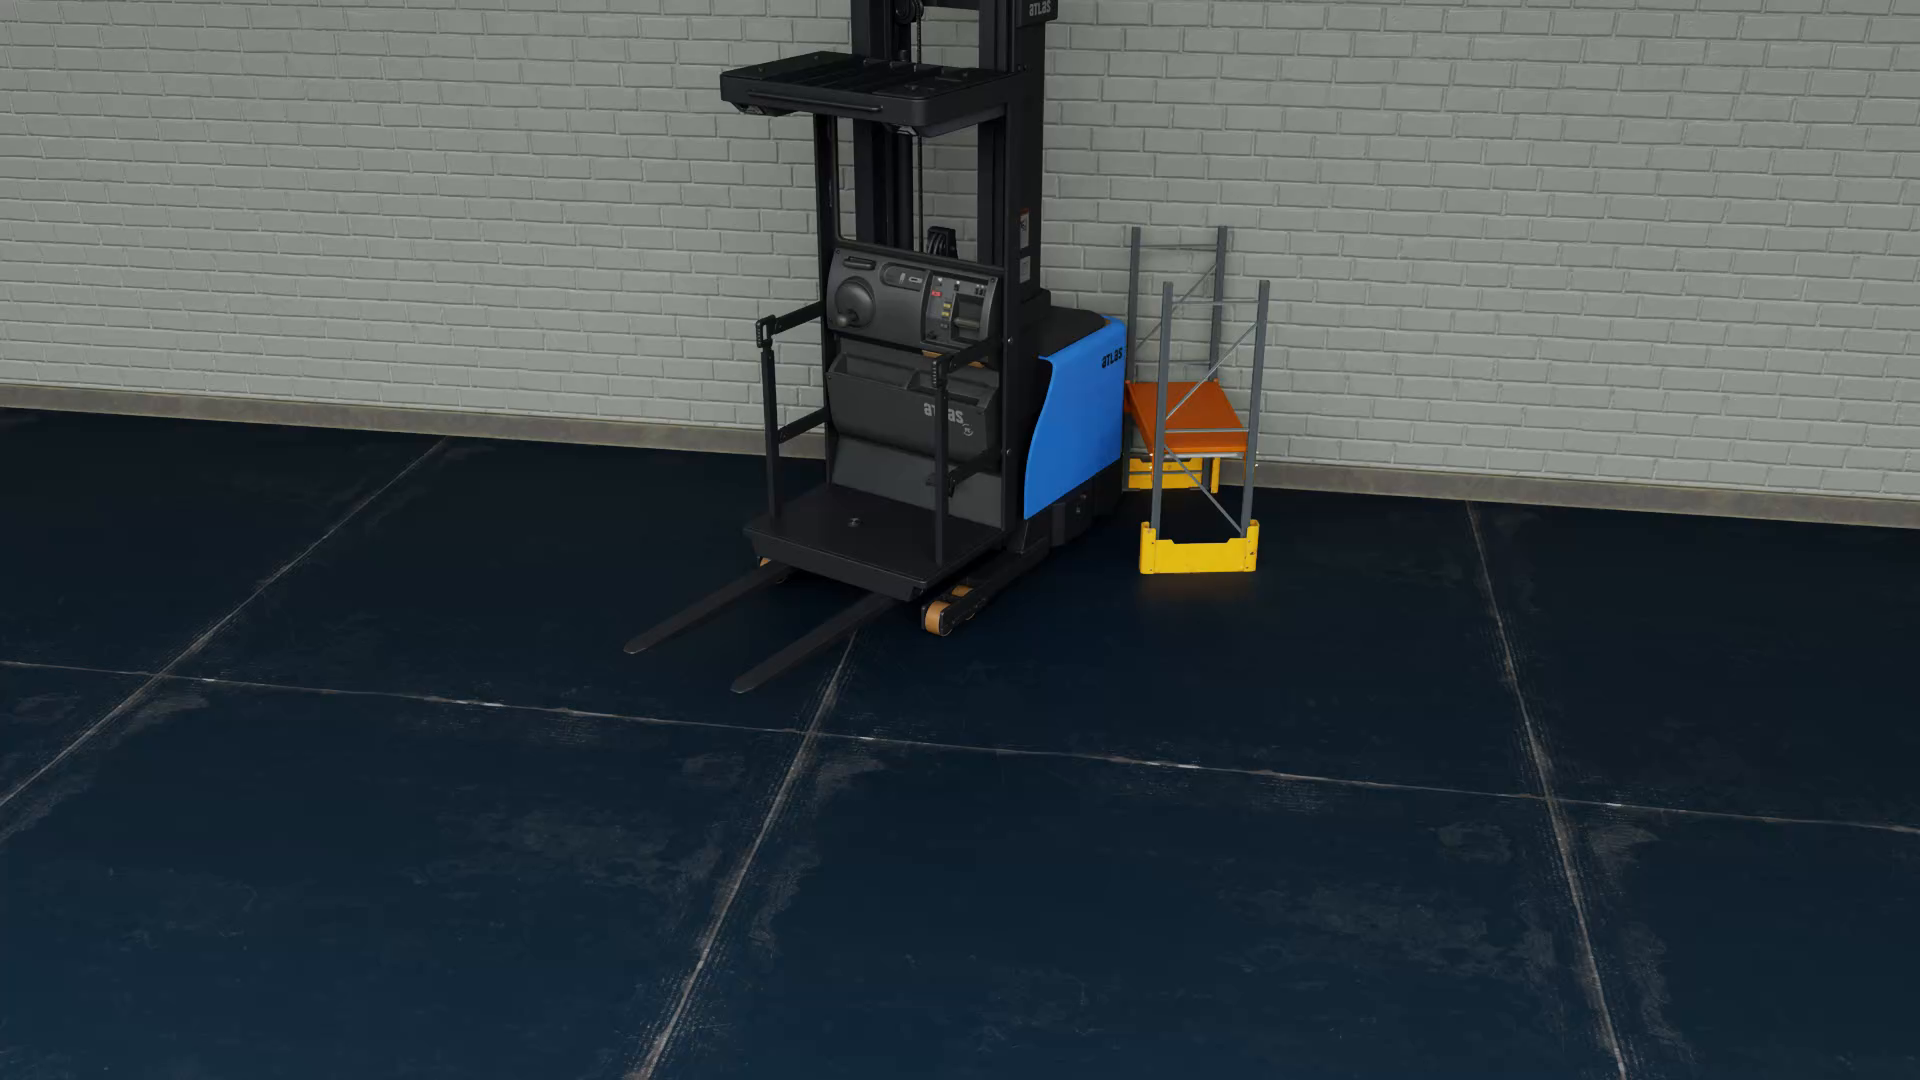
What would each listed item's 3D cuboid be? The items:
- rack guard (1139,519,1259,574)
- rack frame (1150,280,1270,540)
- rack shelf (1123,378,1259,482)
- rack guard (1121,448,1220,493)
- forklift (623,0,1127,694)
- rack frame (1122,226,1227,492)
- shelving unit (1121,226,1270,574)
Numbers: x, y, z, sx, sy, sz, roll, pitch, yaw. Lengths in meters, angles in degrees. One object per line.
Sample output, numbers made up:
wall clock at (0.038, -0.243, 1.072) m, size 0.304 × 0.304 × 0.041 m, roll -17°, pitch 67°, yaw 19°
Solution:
rack guard at (1.204, 0.033, 8.384) m, size 0.587 × 0.250 × 0.087 m, roll -1°, pitch 25°, yaw -3°
rack frame at (1.204, -0.532, 8.118) m, size 0.500 × 1.500 × 0.032 m, roll -1°, pitch 25°, yaw -3°
rack shelf at (1.178, -0.585, 8.654) m, size 0.538 × 0.185 × 1.000 m, roll -1°, pitch 25°, yaw -3°
rack guard at (1.153, -0.388, 9.285) m, size 0.587 × 0.250 × 0.087 m, roll -1°, pitch 25°, yaw -3°
forklift at (-0.348, -1.105, 7.654) m, size 1.130 × 2.935 × 3.031 m, roll 16°, pitch 29°, yaw 30°
rack frame at (1.152, -0.963, 9.037) m, size 0.500 × 1.500 × 0.032 m, roll -1°, pitch 25°, yaw -3°
shelving unit at (1.178, -0.744, 8.569) m, size 0.587 × 1.500 × 1.083 m, roll -1°, pitch 25°, yaw -3°
